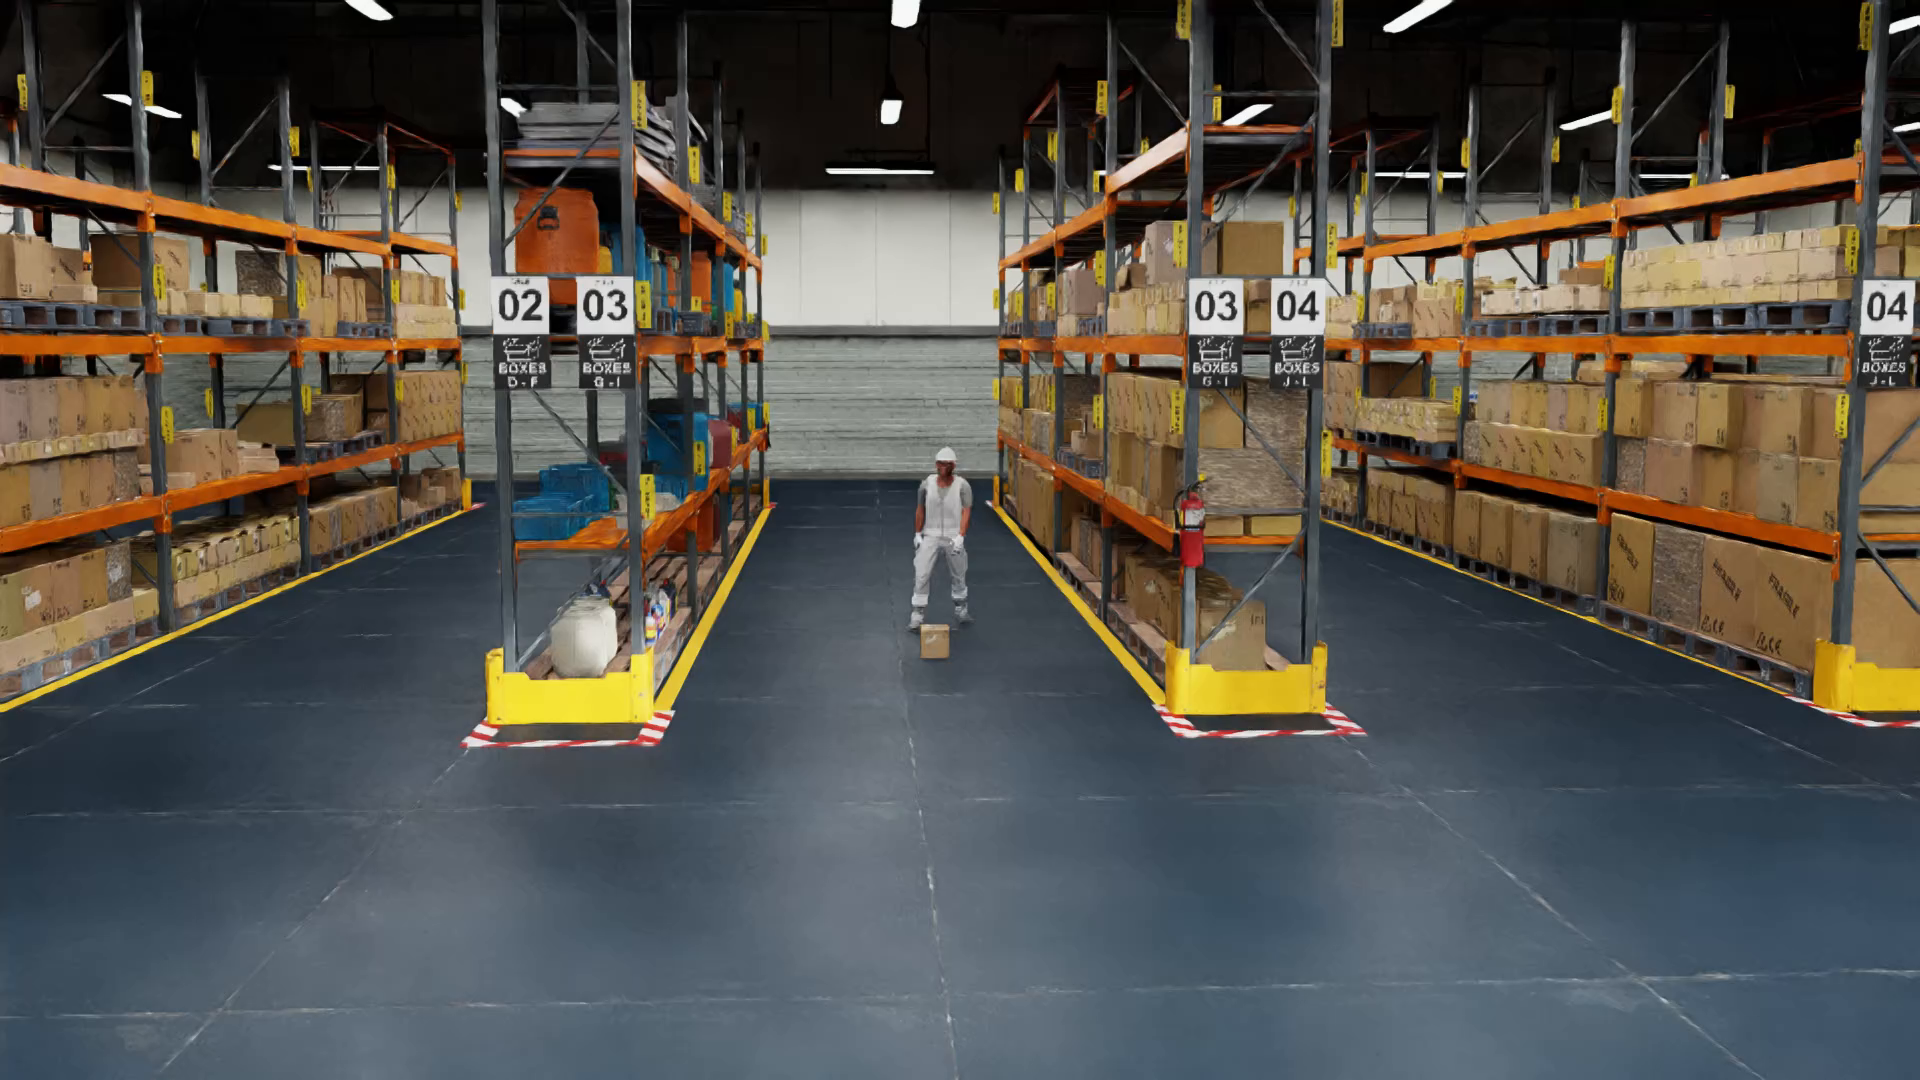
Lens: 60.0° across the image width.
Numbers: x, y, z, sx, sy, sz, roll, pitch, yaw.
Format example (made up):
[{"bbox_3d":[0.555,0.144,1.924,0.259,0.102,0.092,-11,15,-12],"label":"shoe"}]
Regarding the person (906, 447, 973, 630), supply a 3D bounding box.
[{"bbox_3d":[-0.181,-0.020,15.940,0.611,1.755,0.805,1,7,5],"label":"person"}]
